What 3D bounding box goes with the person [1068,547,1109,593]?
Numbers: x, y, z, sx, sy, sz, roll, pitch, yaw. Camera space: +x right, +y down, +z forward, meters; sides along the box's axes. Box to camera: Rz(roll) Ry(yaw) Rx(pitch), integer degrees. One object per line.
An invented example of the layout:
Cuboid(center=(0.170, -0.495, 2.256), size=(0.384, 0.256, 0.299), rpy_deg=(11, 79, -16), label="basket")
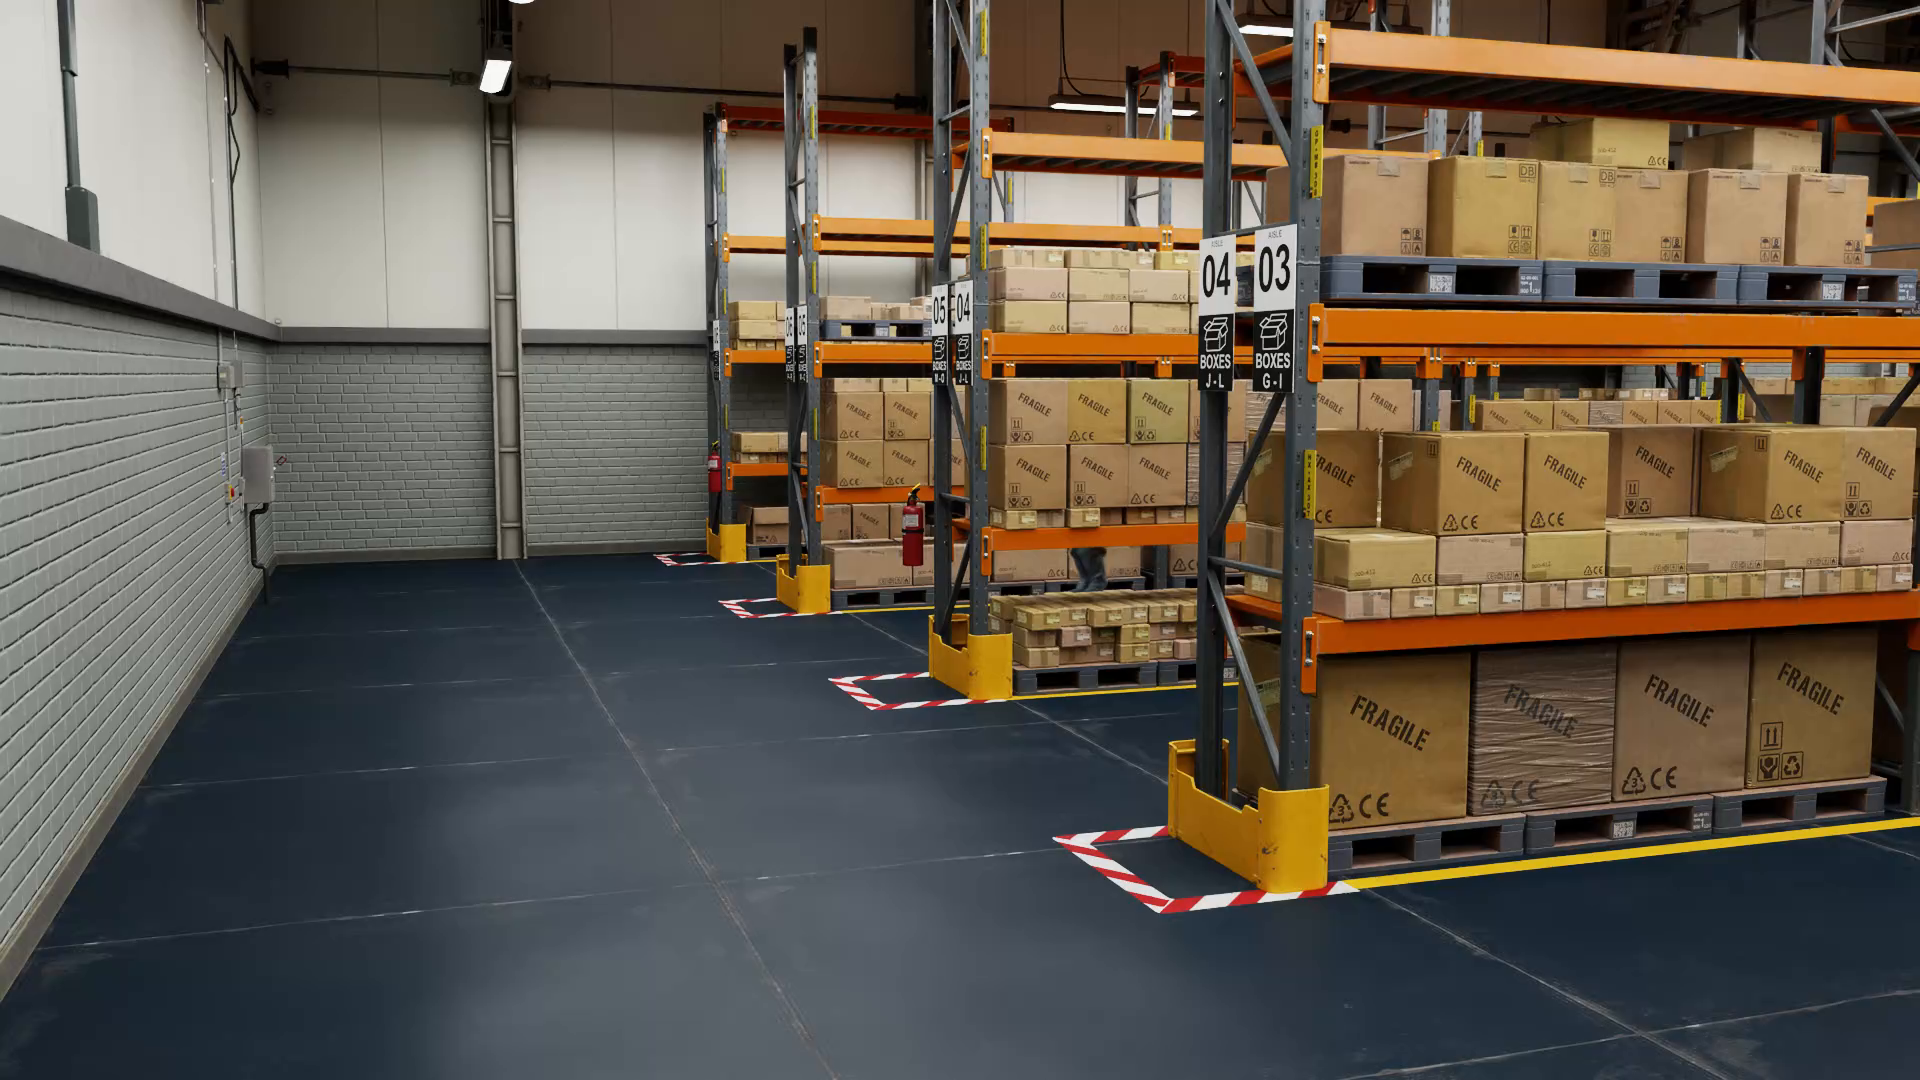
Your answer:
Cuboid(center=(1.248, 0.018, 16.294), size=(0.453, 1.717, 0.591), rpy_deg=(-2, 6, -17), label="person")
